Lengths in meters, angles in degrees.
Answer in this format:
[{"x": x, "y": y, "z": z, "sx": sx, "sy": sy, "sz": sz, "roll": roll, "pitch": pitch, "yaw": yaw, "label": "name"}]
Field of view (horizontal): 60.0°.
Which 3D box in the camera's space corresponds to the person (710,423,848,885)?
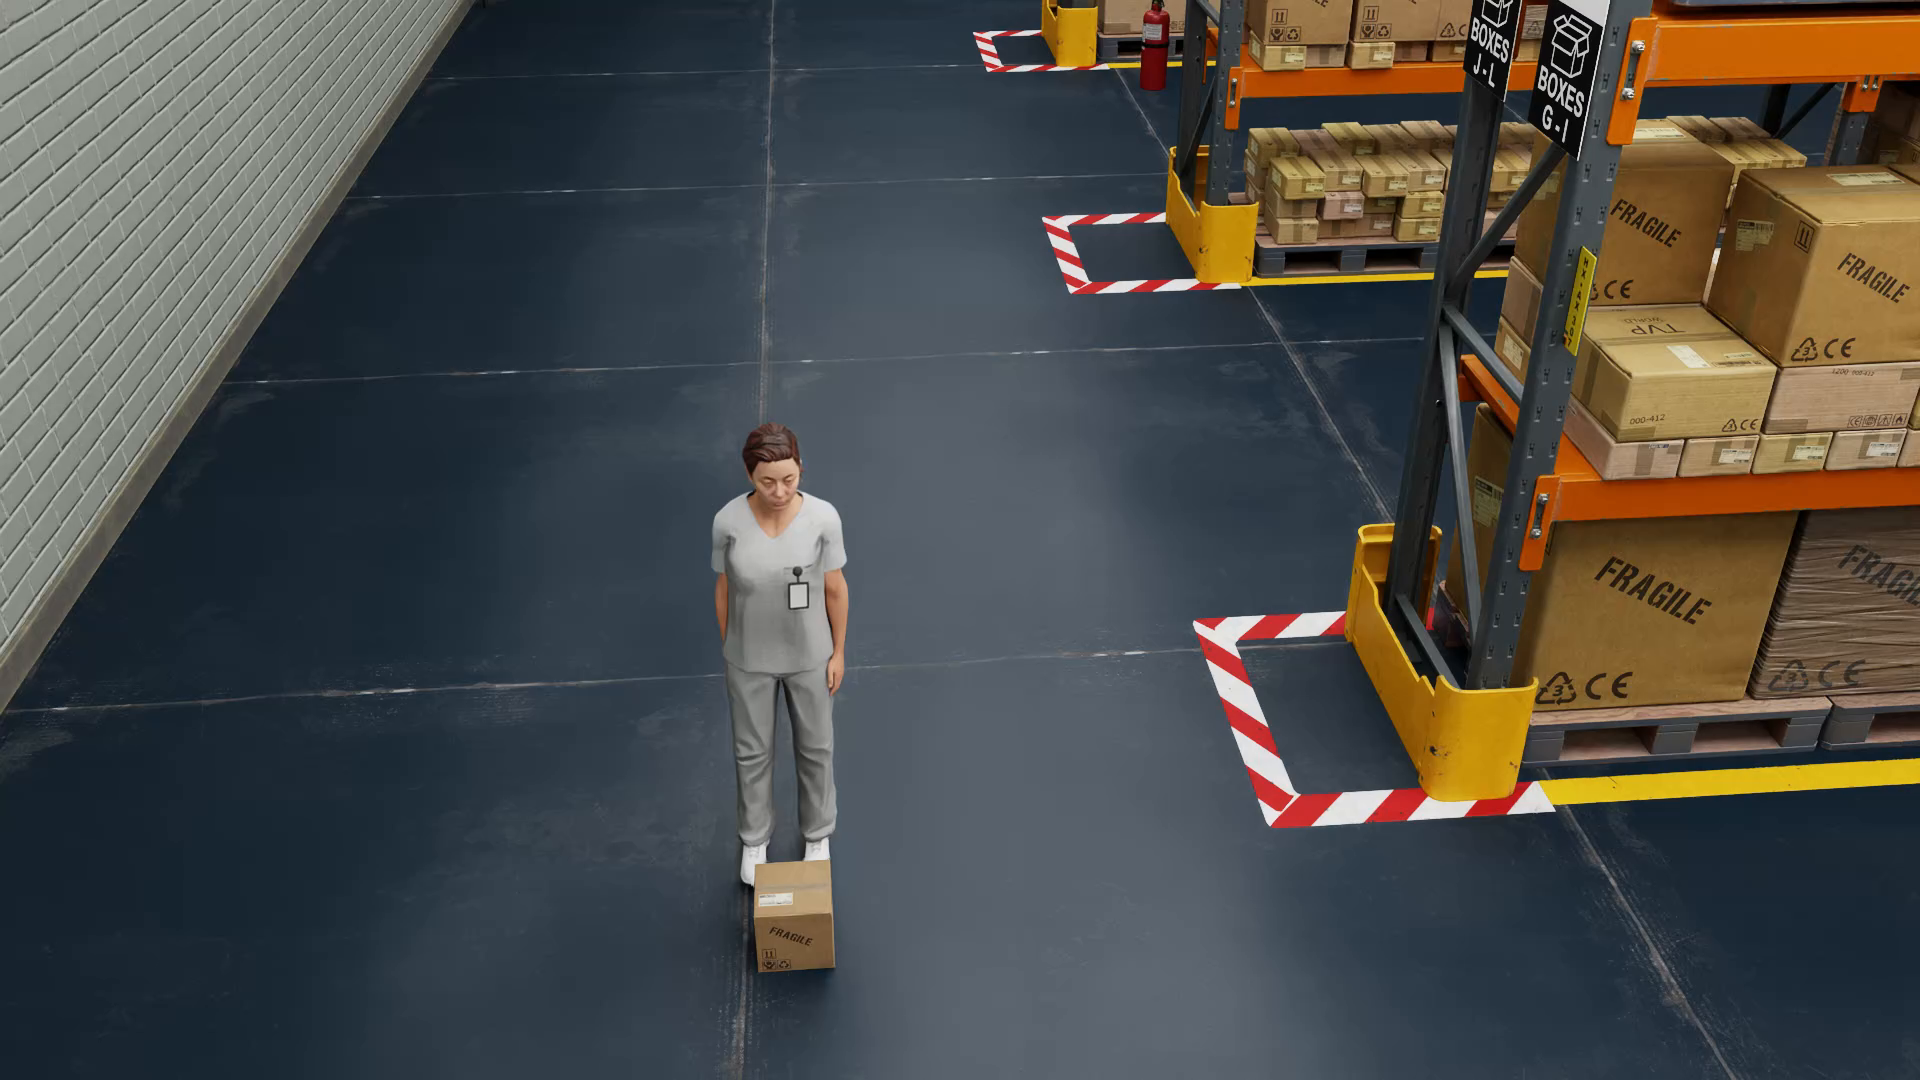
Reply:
[{"x": -0.580, "y": 0.385, "z": 5.495, "sx": 0.437, "sy": 1.680, "sz": 0.399, "roll": -2, "pitch": 31, "yaw": -4, "label": "person"}]
